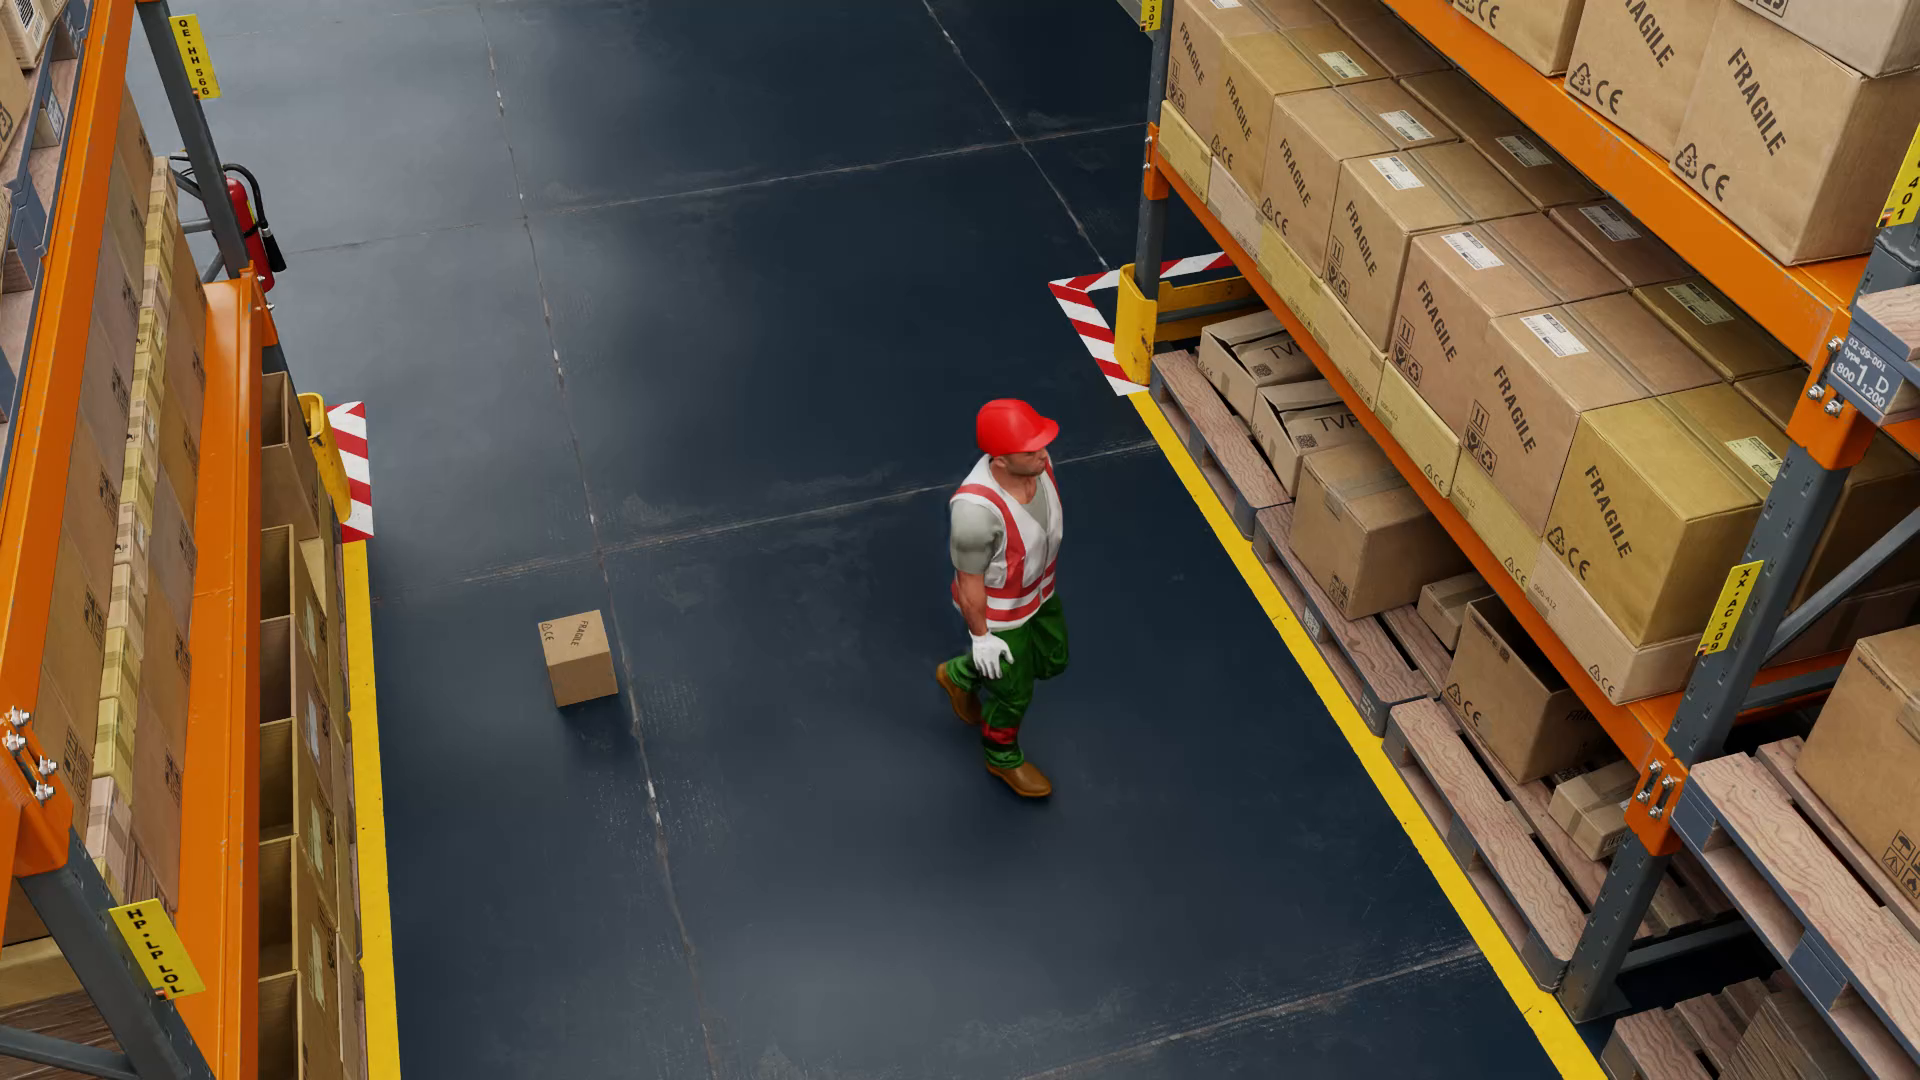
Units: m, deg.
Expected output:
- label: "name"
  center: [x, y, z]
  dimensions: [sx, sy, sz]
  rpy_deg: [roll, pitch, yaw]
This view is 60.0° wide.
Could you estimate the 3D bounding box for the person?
- label: "person"
  center: [0.124, 0.183, 5.902]
  dimensions: [0.597, 1.780, 0.546]
  rpy_deg: [23, 47, 24]
